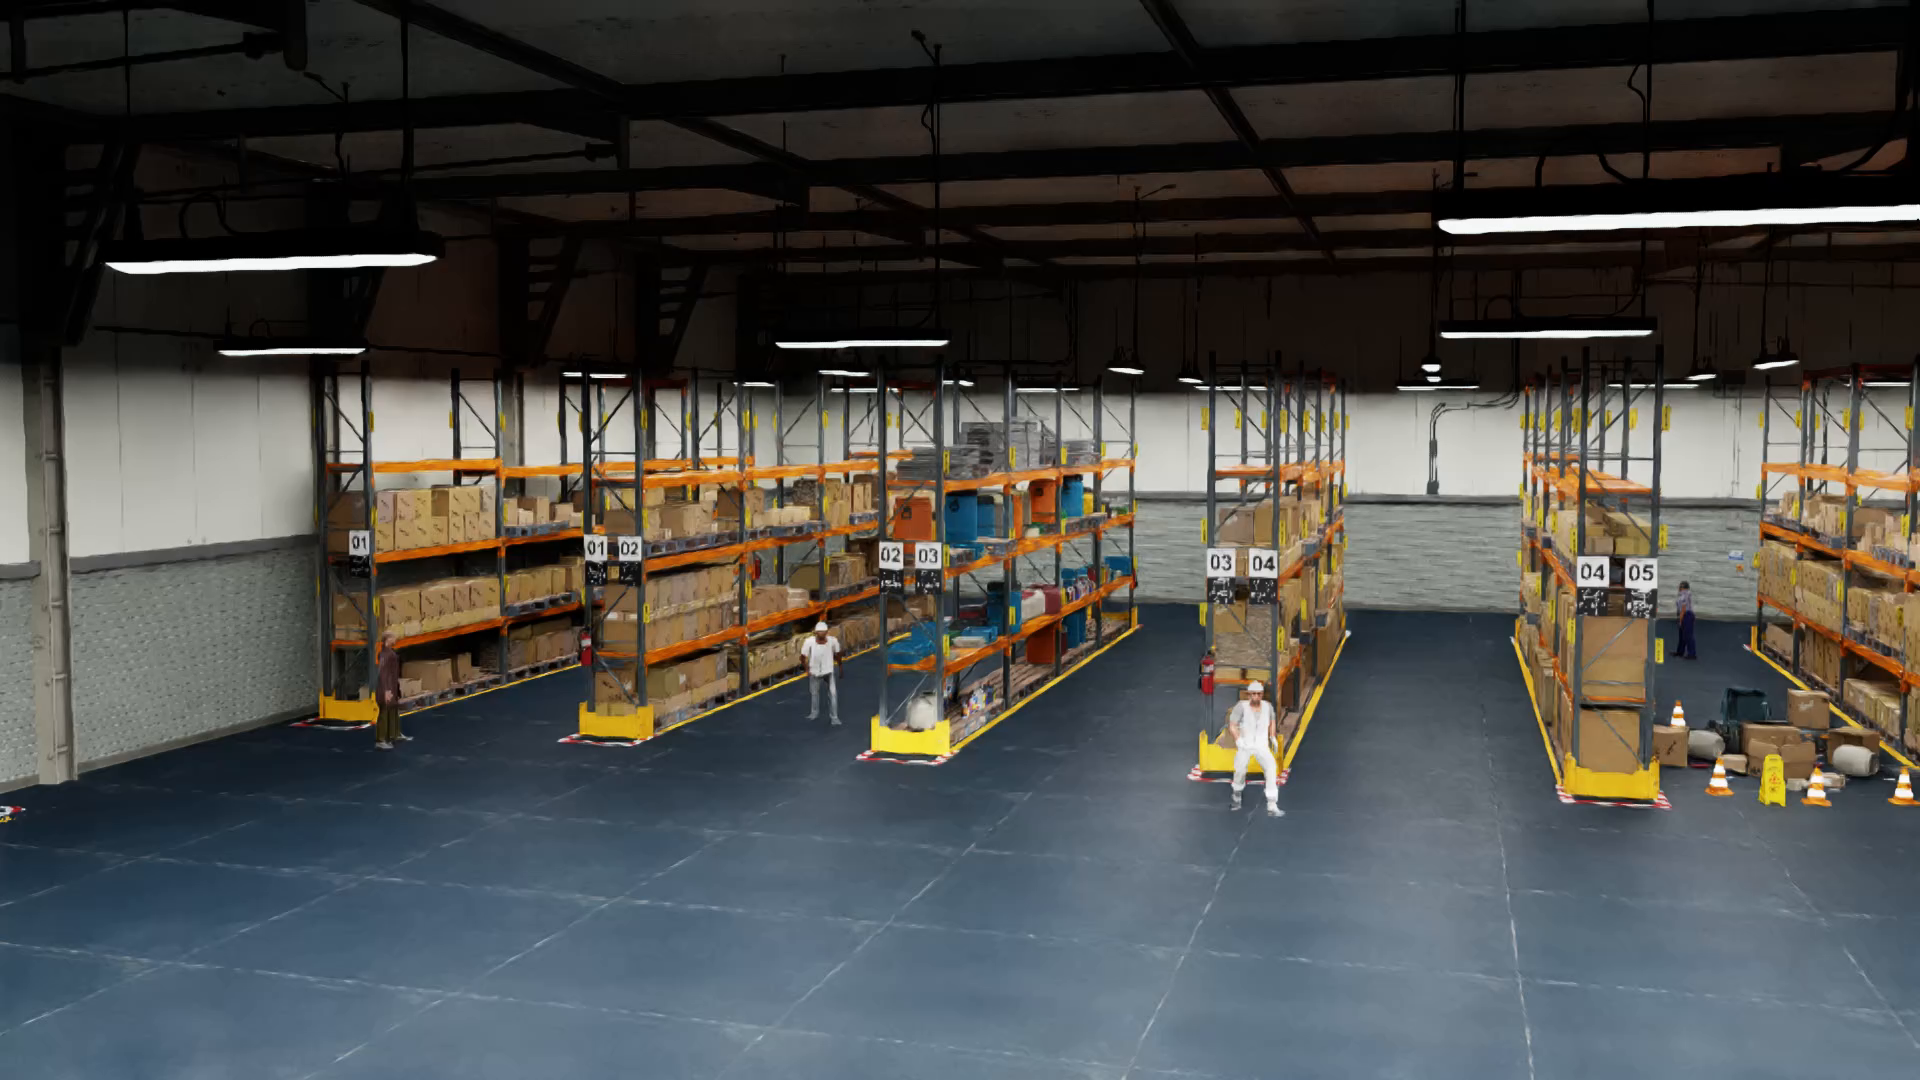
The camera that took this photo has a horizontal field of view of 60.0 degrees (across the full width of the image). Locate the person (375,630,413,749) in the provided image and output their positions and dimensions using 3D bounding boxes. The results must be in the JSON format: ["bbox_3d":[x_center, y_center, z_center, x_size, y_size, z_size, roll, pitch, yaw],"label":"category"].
[{"bbox_3d":[-8.718,2.269,25.530,0.522,1.790,0.654,-1,4,-9],"label":"person"}]

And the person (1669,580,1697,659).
[{"bbox_3d":[15.277,1.662,35.100,0.566,1.639,0.636,2,5,29],"label":"person"}]

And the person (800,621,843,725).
[{"bbox_3d":[-2.289,2.181,27.539,0.700,1.705,0.840,0,4,-1],"label":"person"}]

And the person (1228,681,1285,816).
[{"bbox_3d":[3.741,2.621,21.167,0.684,1.715,0.844,0,4,-1],"label":"person"}]
